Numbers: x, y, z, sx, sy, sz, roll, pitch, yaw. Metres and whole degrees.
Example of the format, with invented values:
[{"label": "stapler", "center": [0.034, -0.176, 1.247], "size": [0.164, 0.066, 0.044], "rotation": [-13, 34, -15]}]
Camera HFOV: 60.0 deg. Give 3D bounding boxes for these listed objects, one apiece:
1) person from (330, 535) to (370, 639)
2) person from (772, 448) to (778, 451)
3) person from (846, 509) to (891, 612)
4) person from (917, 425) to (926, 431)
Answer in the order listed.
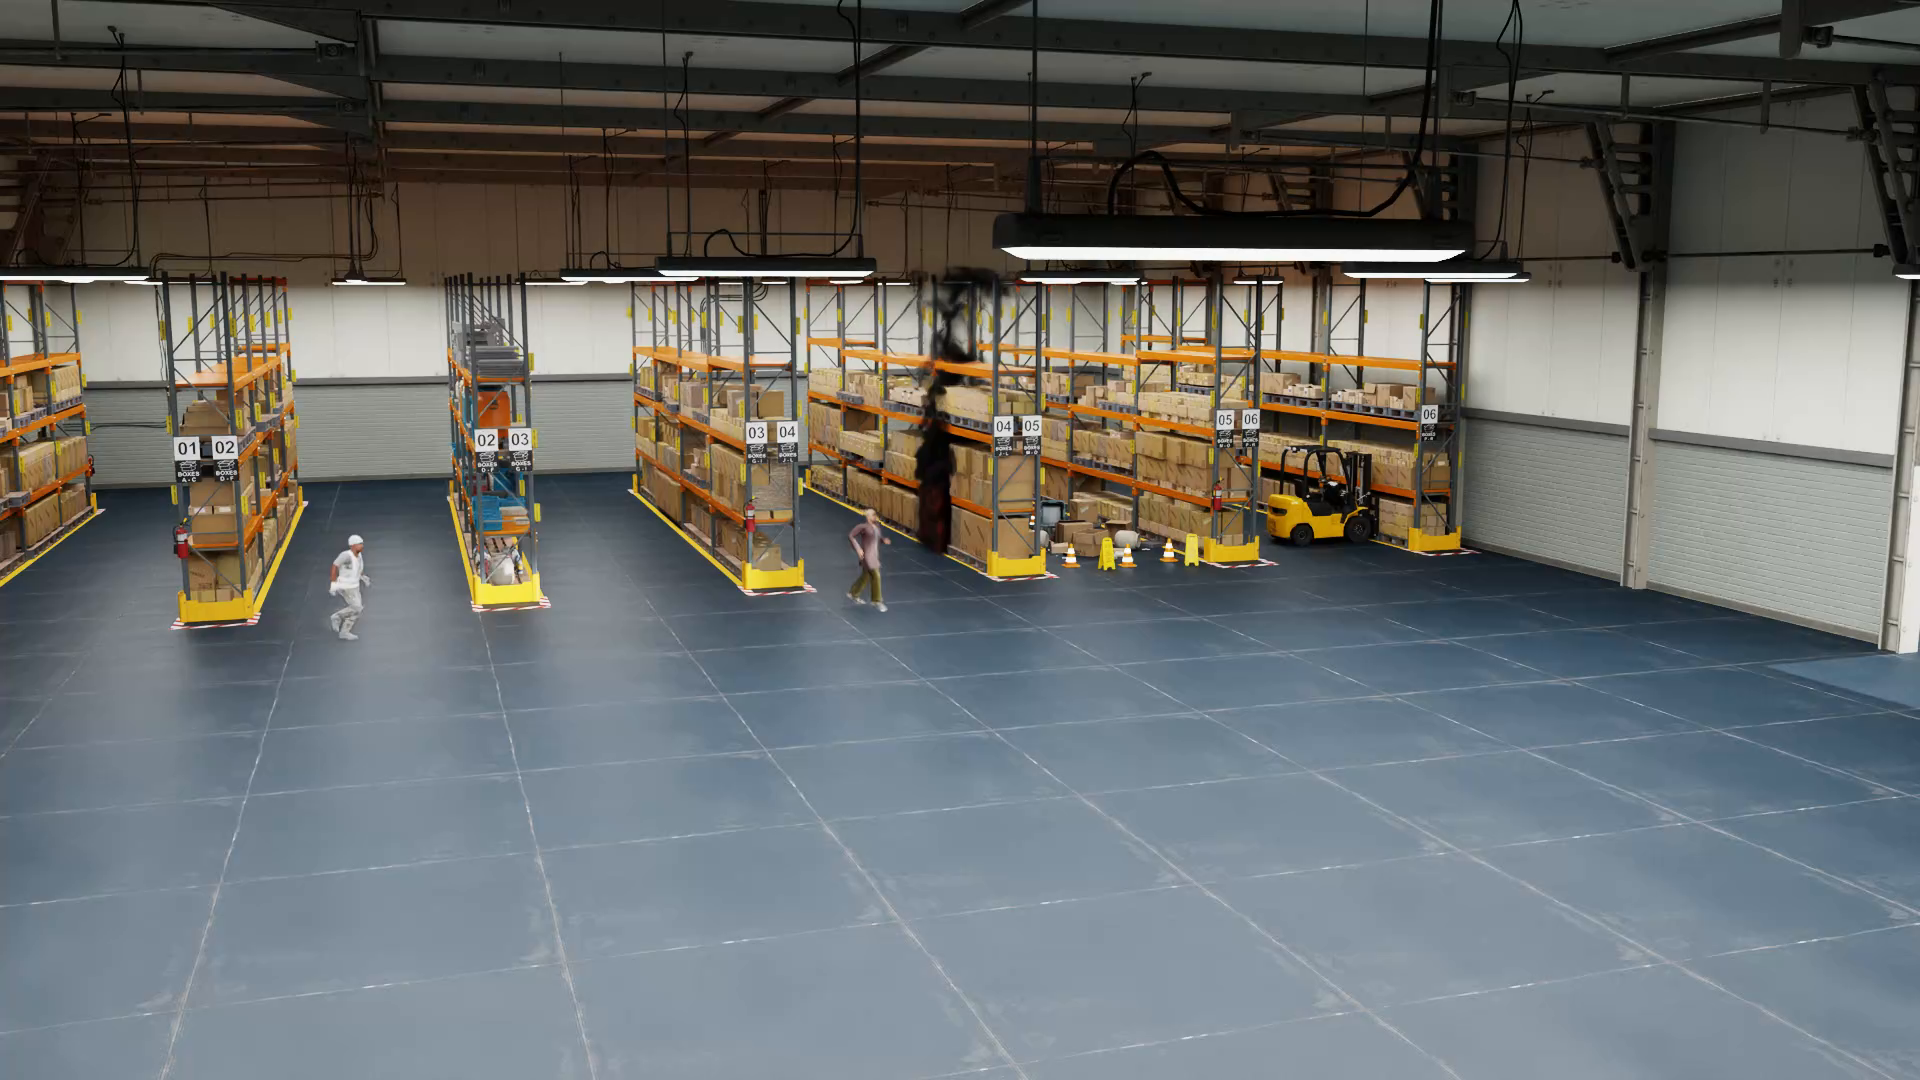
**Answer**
[{"label": "person", "center": [-10.036, 0.771, 27.307], "size": [0.642, 1.712, 0.690], "rotation": [0, 9, 0]}, {"label": "person", "center": [-5.438, -2.264, 47.419], "size": [0.708, 1.751, 0.725], "rotation": [1, 9, 4]}, {"label": "person", "center": [-1.651, 0.333, 29.891], "size": [0.914, 1.824, 0.693], "rotation": [4, 9, 24]}, {"label": "person", "center": [-1.225, -2.812, 50.855], "size": [0.517, 1.736, 0.692], "rotation": [-3, 9, -17]}]
